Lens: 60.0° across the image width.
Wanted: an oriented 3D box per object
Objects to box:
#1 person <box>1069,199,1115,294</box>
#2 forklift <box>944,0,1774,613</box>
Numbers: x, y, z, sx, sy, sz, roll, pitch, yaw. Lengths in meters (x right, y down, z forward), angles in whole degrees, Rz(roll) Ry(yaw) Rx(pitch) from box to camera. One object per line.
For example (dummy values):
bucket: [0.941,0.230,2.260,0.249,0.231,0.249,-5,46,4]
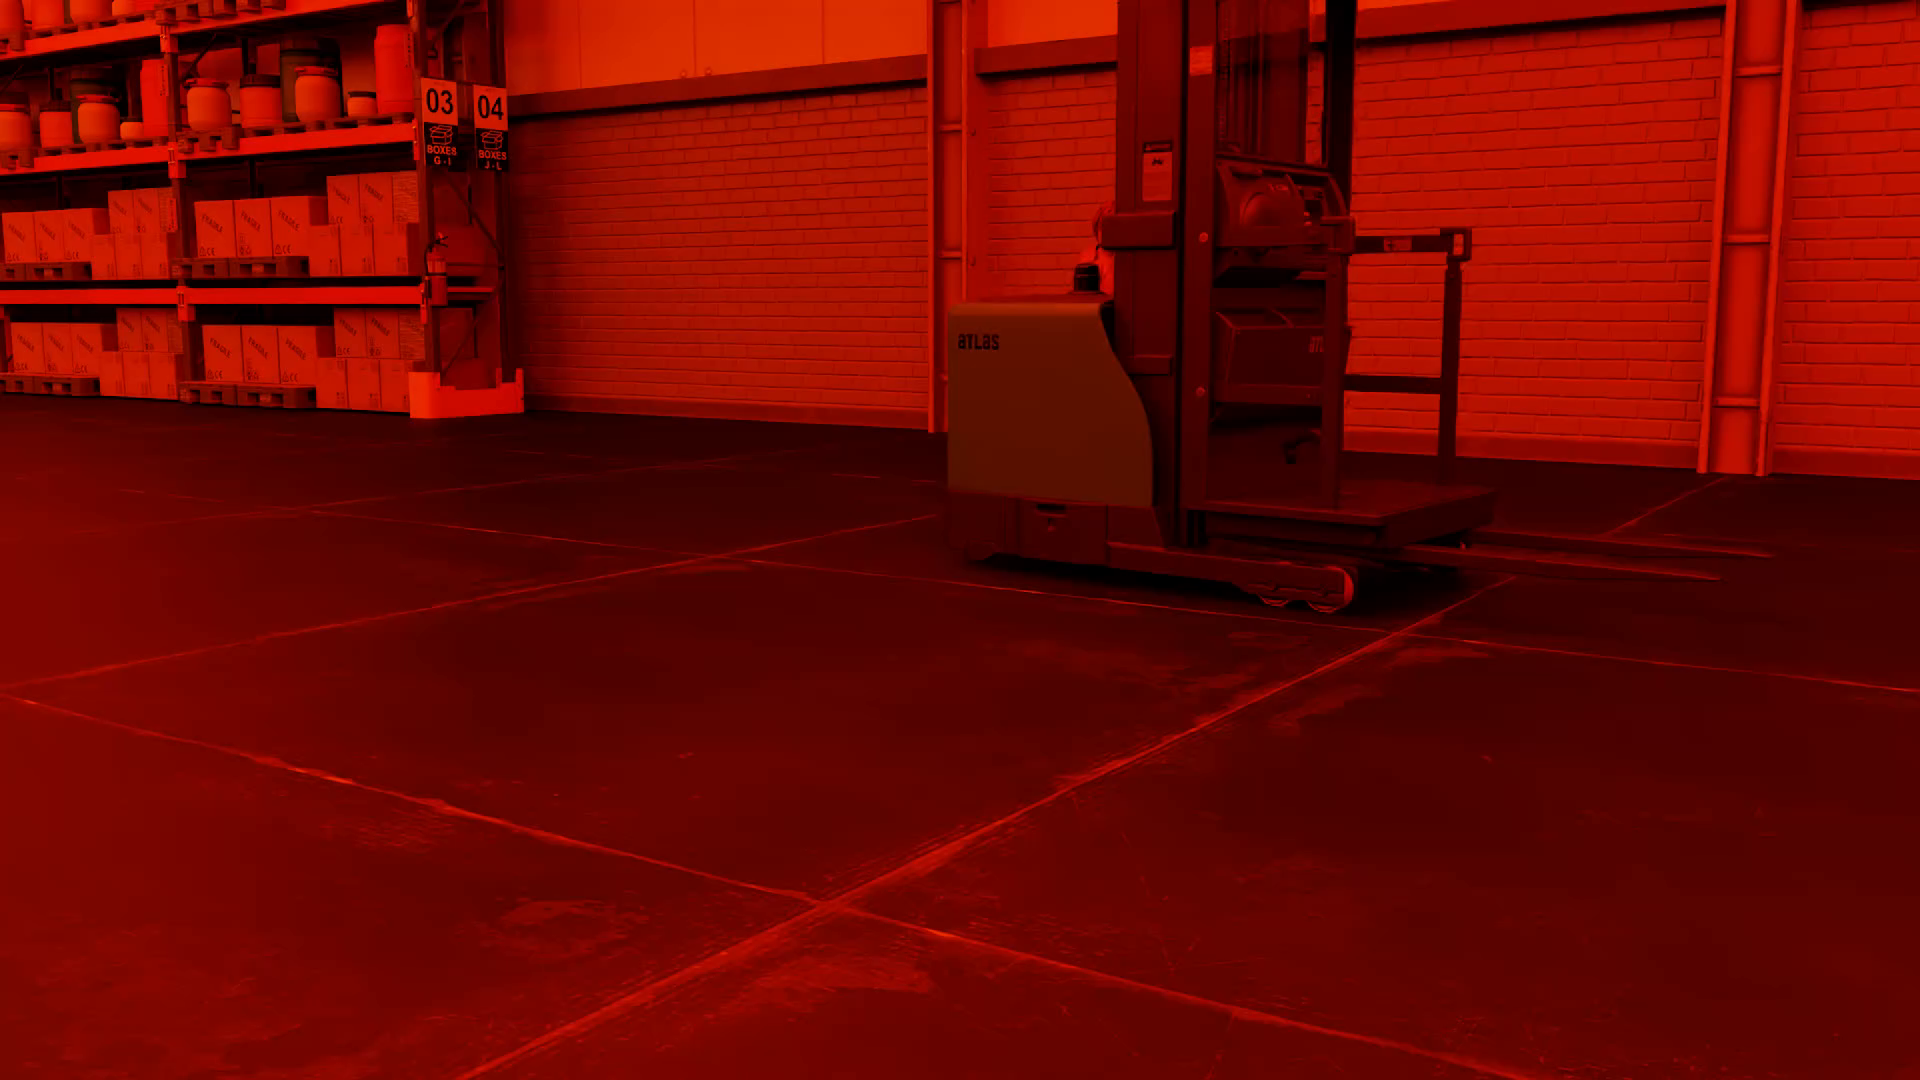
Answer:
person: [0.743,-0.830,7.969,0.737,1.570,0.398,5,10,32]
forklift: [1.392,-1.278,6.182,3.031,2.935,1.130,7,10,39]
